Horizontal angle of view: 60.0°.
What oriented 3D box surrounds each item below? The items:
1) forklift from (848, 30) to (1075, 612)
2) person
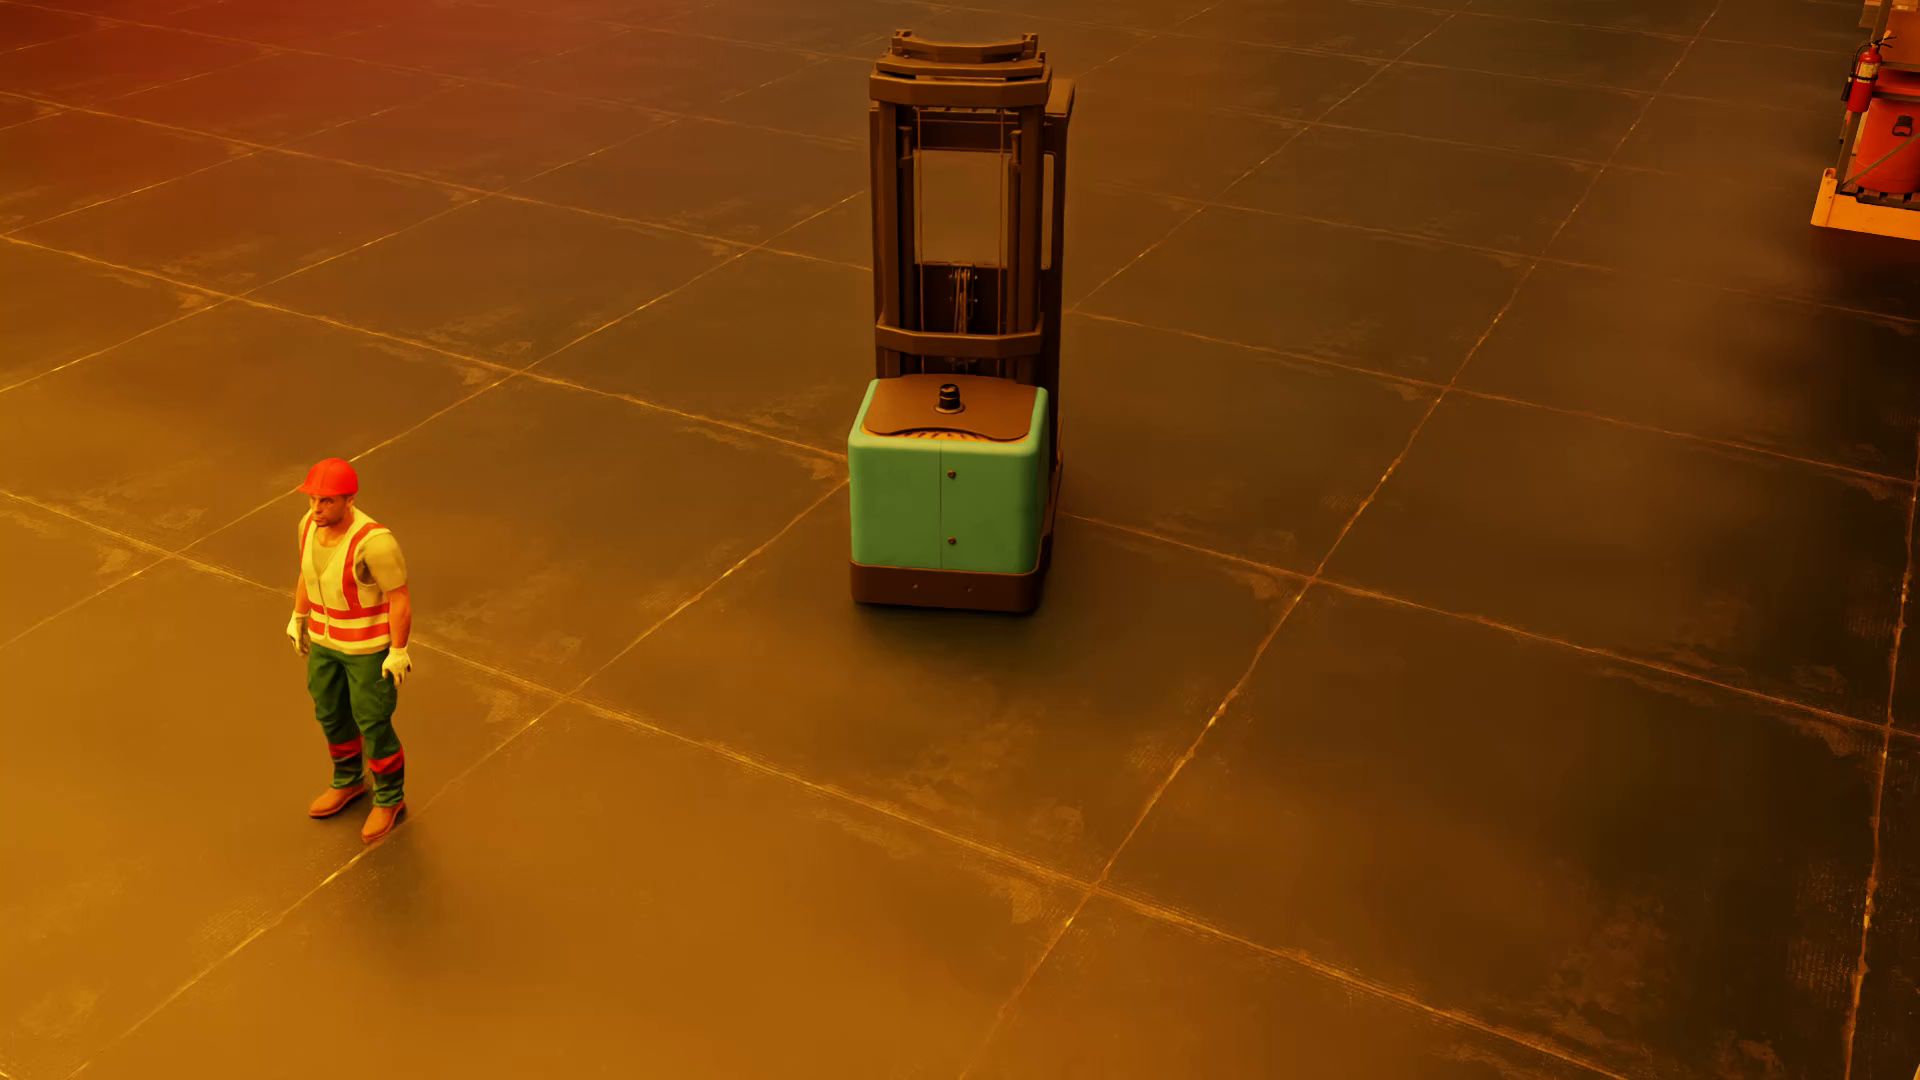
[{"bbox_3d":[0.075,-1.584,9.815,1.130,2.935,3.031,3,30,6],"label":"forklift"},{"bbox_3d":[-2.741,0.474,7.403,0.633,1.802,0.478,14,33,23],"label":"person"}]
